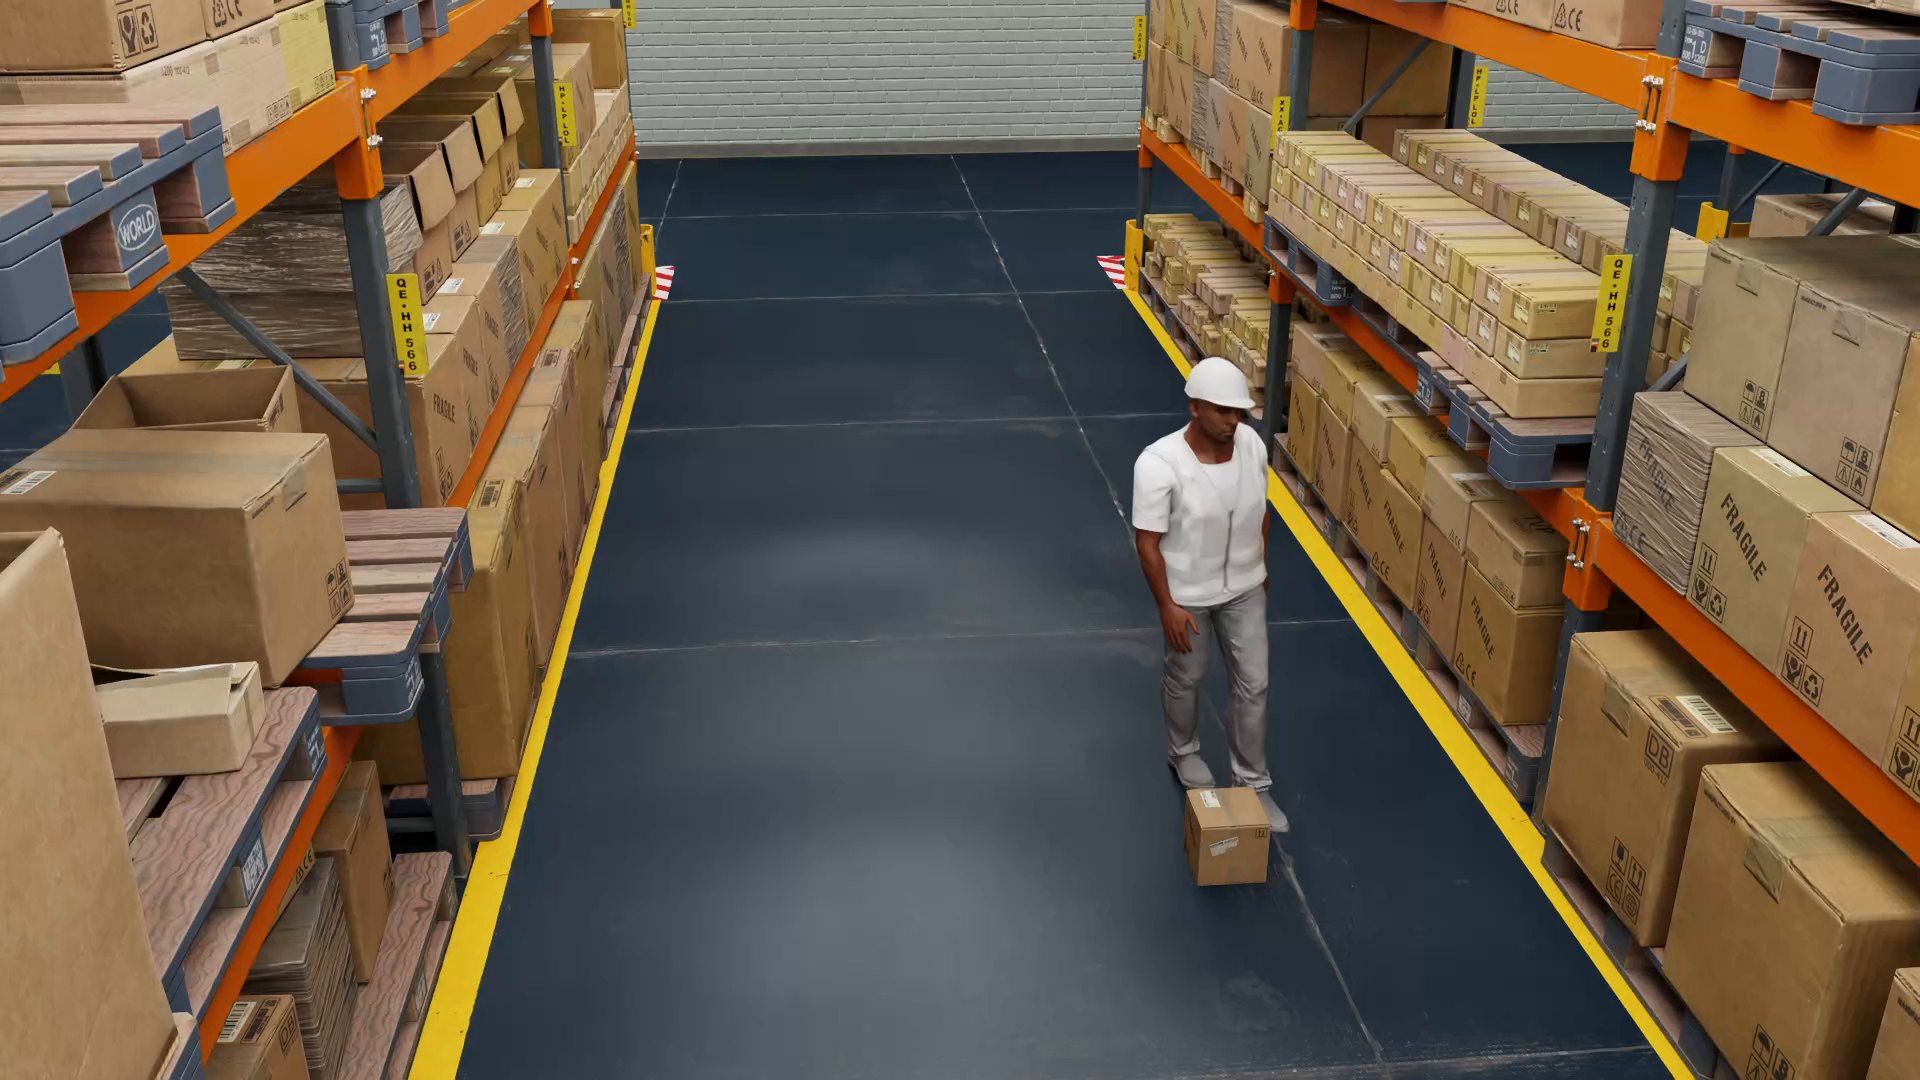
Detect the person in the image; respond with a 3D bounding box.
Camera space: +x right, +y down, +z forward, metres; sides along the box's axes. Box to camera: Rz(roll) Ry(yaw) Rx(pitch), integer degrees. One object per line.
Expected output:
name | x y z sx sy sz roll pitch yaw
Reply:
person | 0.925 0.214 6.115 0.627 1.818 0.624 -7 25 -15
